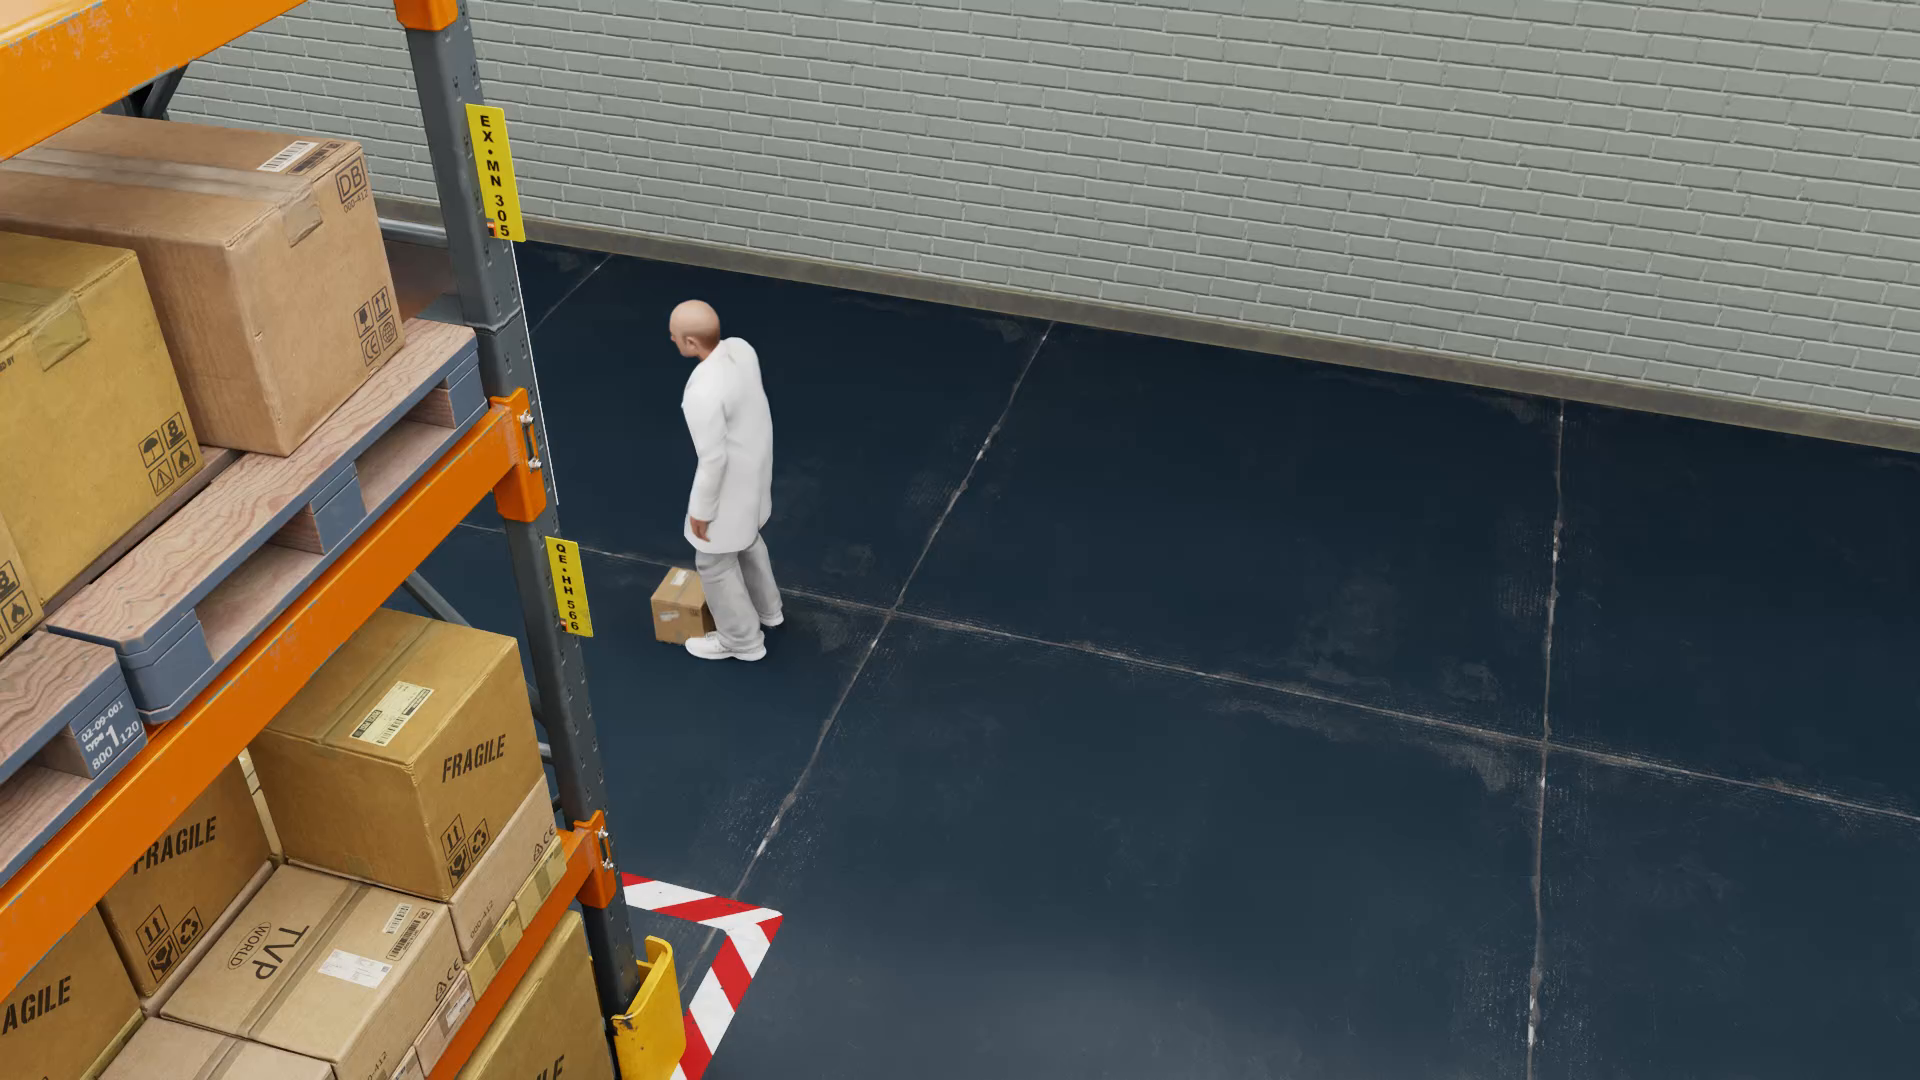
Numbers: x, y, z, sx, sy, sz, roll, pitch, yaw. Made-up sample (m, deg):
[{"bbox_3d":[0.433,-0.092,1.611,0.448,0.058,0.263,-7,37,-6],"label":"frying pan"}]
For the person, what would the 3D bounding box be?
[{"bbox_3d":[-1.024,-0.252,7.247,0.428,1.773,0.637,9,38,12],"label":"person"}]
